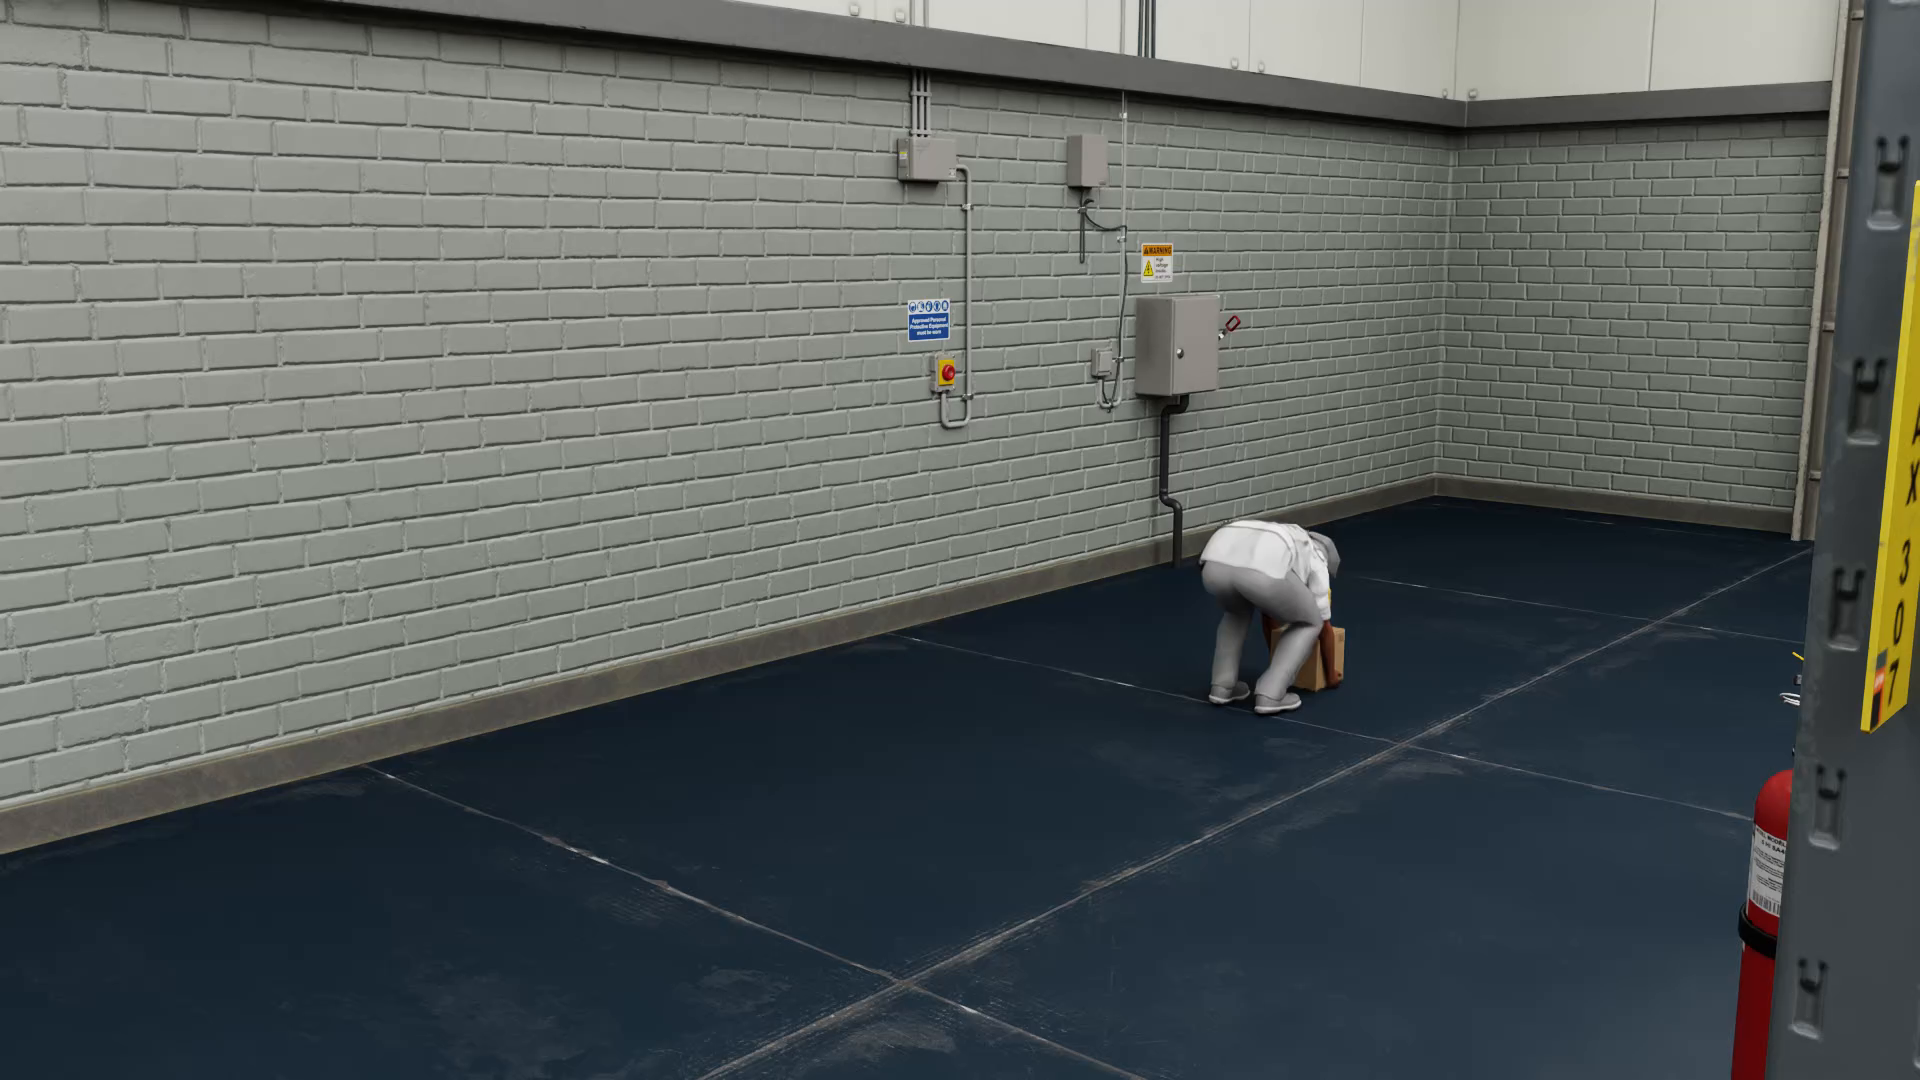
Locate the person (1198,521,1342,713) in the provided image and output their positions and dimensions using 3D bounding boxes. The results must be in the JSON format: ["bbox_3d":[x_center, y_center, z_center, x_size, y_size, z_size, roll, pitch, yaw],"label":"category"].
[{"bbox_3d":[1.418,0.312,7.524,0.472,0.850,0.910,8,13,38],"label":"person"}]
